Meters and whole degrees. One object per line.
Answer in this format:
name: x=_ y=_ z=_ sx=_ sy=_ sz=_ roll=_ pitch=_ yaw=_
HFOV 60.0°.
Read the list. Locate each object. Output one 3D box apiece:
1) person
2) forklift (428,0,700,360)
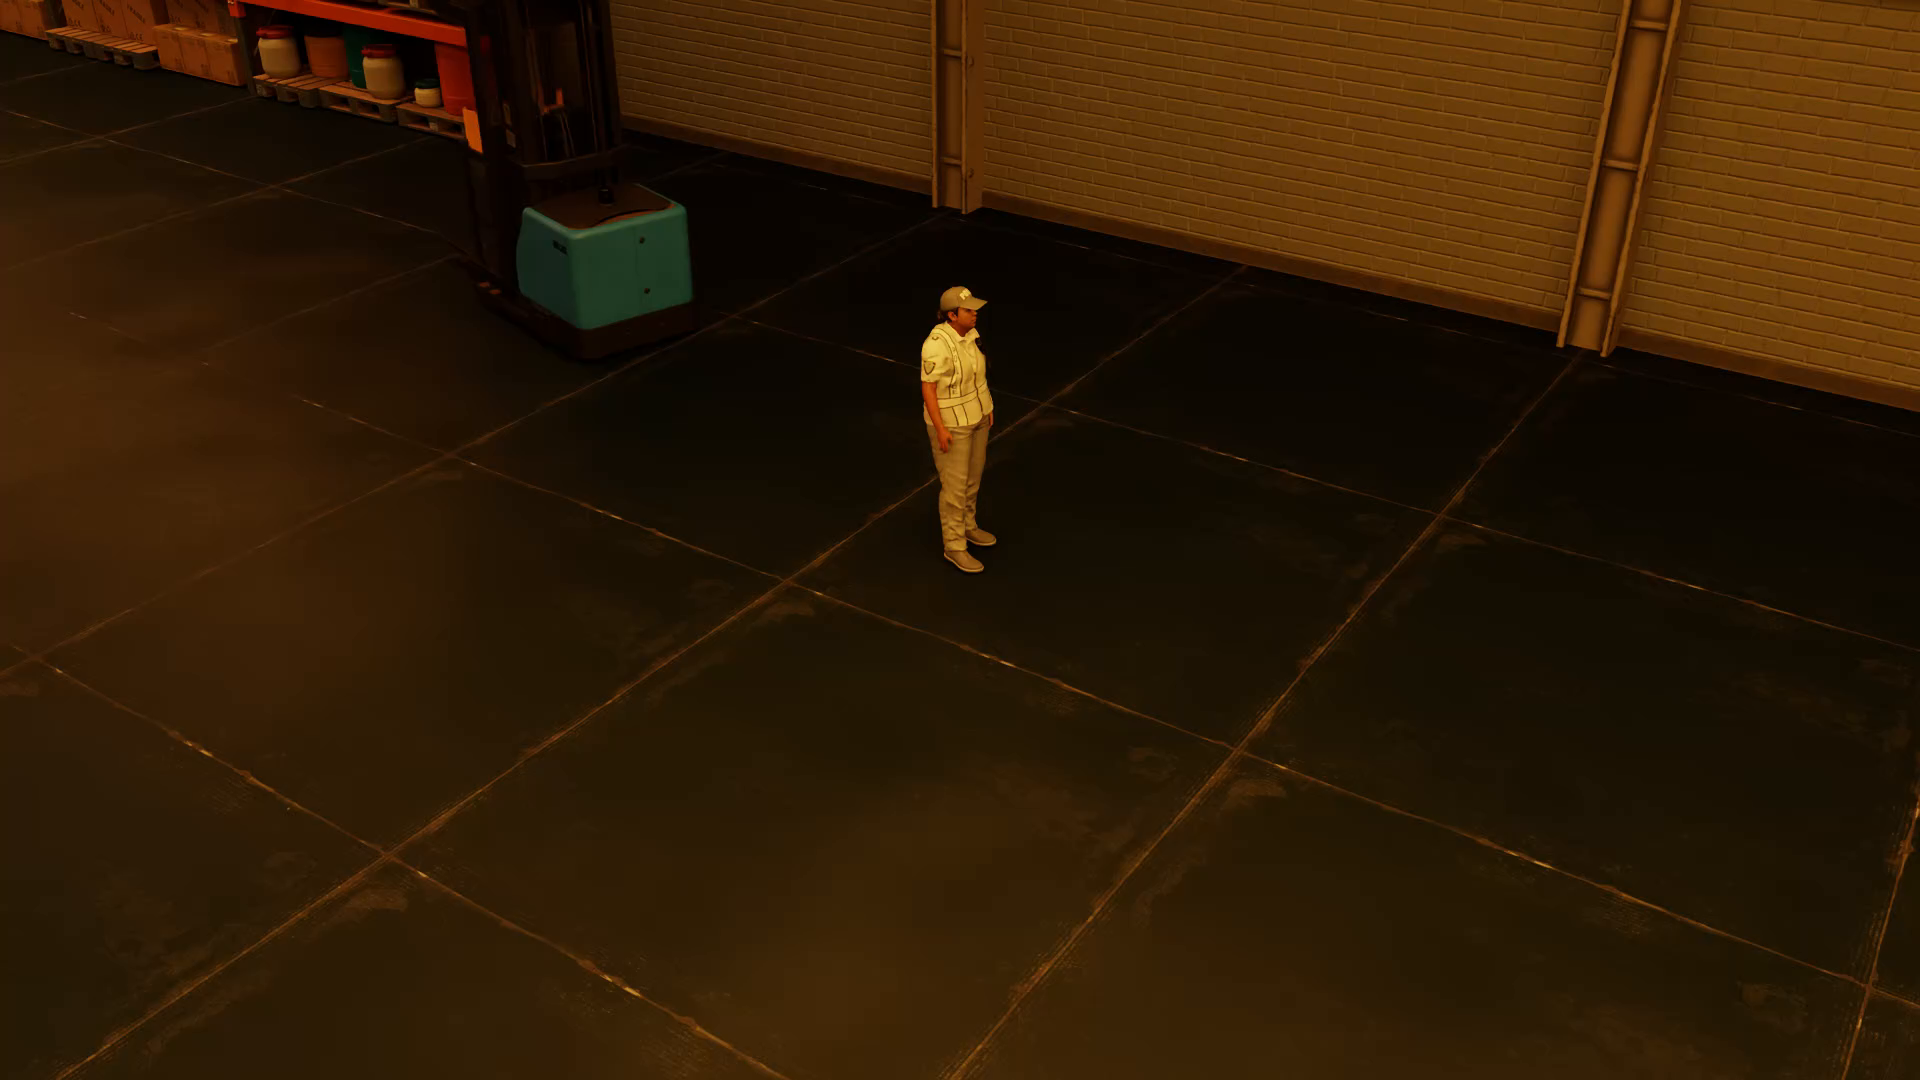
person: x=0.051 y=-0.696 z=10.024 sx=0.529 sy=1.670 sz=0.598 roll=19 pitch=35 yaw=29
forklift: x=-3.400 y=-3.314 z=13.288 sx=1.130 sy=2.935 sz=3.031 roll=-22 pitch=37 yaw=-33
